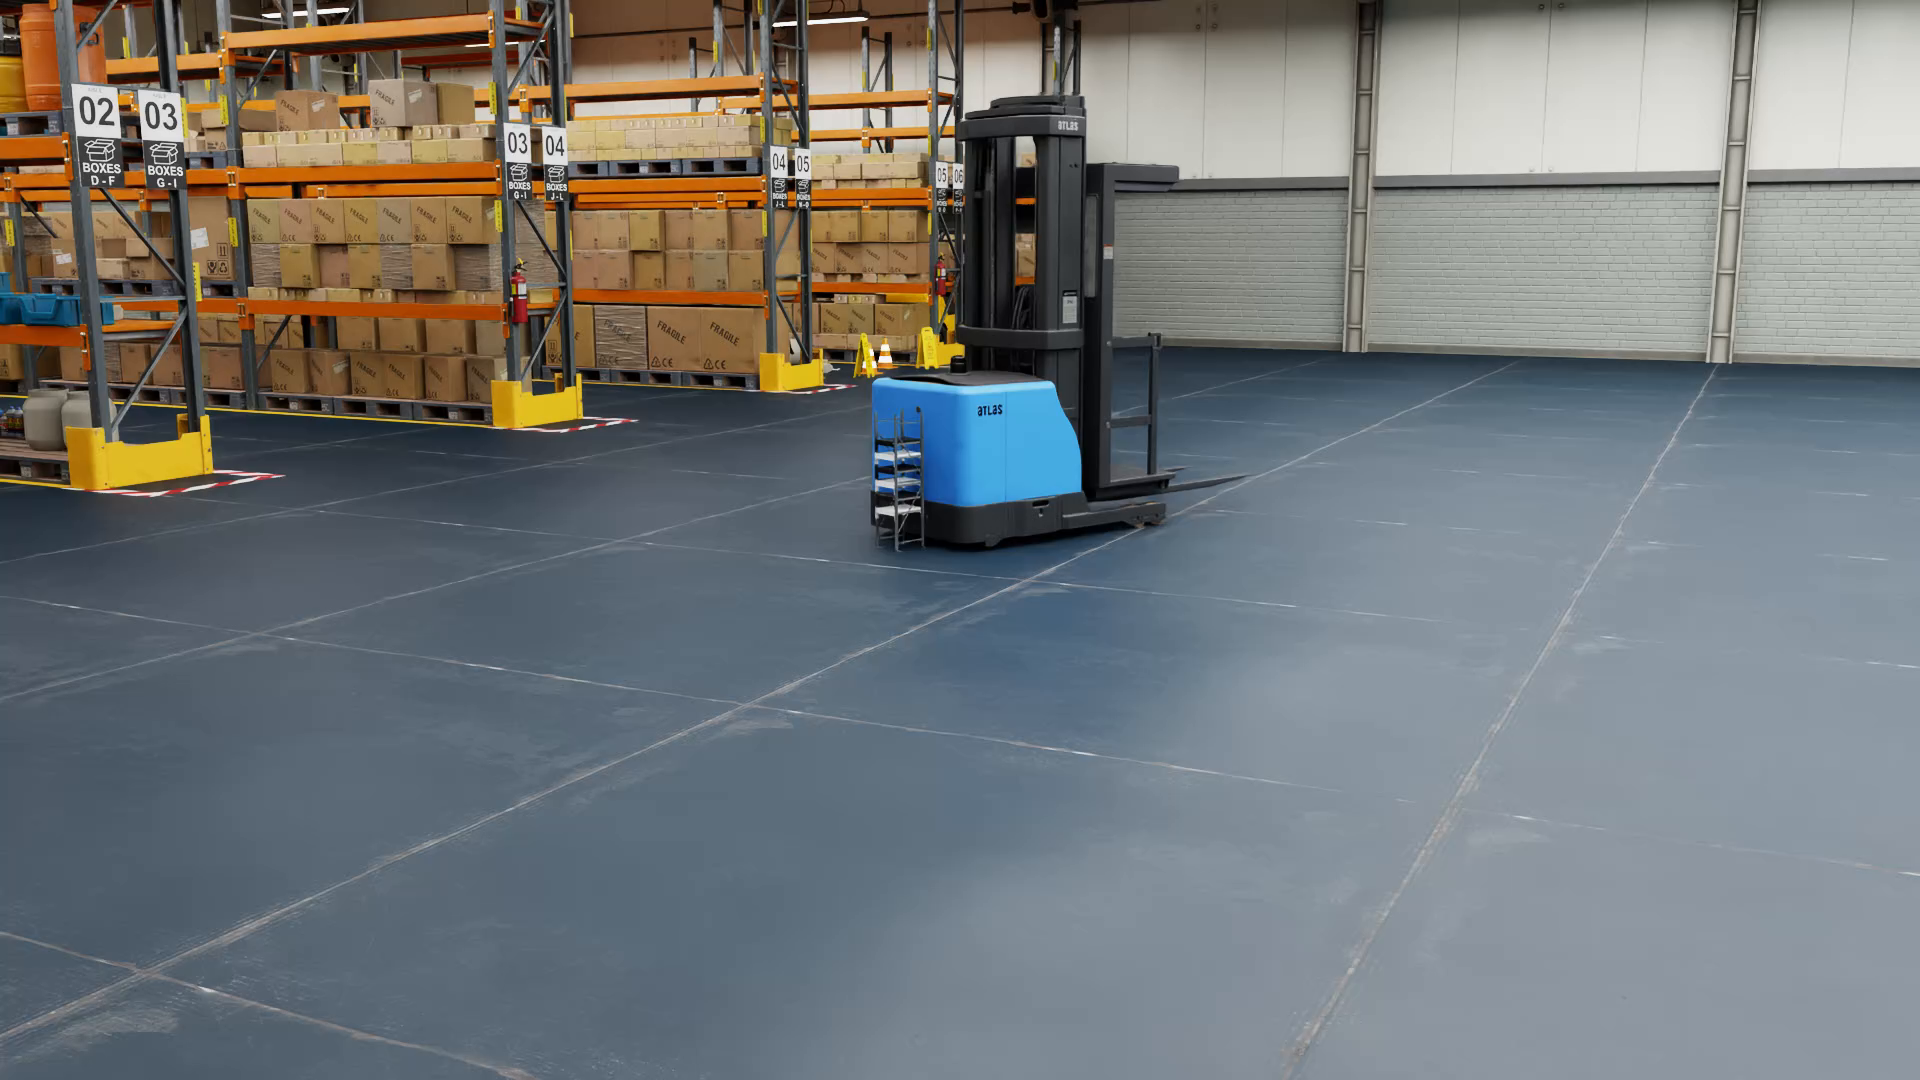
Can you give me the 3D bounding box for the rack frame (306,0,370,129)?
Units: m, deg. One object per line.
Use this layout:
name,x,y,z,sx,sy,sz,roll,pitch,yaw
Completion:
rack frame,-9.489,-7.142,25.423,0.127,3.000,1.000,5,11,26

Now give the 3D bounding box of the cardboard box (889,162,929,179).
cardboard box,-0.794,-5.904,26.591,0.500,0.250,0.500,5,11,25

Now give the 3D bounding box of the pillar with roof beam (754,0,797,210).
pillar with roof beam,-5.534,-8.087,30.646,0.548,9.000,9.100,5,11,26

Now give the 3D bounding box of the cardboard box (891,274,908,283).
cardboard box,-0.922,-4.232,26.895,0.250,0.149,0.380,5,11,25

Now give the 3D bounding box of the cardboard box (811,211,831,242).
cardboard box,-2.109,-5.177,27.489,0.500,0.500,0.700,5,11,25

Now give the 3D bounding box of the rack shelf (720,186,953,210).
rack shelf,-2.009,-5.637,27.554,4.000,0.370,1.077,5,11,26

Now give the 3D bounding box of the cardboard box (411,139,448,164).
cardboard box,-5.594,-4.214,18.088,0.500,0.250,0.500,5,11,26

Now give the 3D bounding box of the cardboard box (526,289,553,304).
cardboard box,-4.750,-2.712,18.498,0.250,0.149,0.380,5,11,26

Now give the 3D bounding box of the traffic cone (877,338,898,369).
traffic cone,-1.172,-2.937,26.161,0.334,0.463,0.336,5,11,26

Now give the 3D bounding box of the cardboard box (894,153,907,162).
cardboard box,-0.864,-6.109,26.603,0.250,0.149,0.380,5,12,27

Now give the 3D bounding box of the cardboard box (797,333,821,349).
cardboard box,-2.432,-3.355,27.889,0.500,0.250,0.500,5,11,25

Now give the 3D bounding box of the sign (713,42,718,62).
sign,-4.043,-8.074,27.504,0.005,0.325,0.100,5,11,26

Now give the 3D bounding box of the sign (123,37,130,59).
sign,-13.333,-7.870,26.603,0.005,0.325,0.100,5,11,26

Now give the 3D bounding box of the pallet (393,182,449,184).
pallet,-7.884,-5.443,24.989,1.213,0.211,1.003,6,12,28

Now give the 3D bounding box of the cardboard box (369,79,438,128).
cardboard box,-6.102,-4.774,18.246,0.500,0.500,0.500,5,11,26

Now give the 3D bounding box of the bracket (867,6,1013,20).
bracket,-1.088,-10.252,32.501,4.783,0.066,0.076,5,11,26

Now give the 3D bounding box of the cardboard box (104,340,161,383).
cardboard box,-10.662,-2.301,21.303,0.500,0.500,0.700,4,11,21

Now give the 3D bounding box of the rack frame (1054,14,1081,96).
rack frame,1.978,-8.103,30.734,0.127,3.000,1.000,5,11,26

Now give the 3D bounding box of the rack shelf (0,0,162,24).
rack shelf,-8.585,-4.543,14.207,4.000,0.370,1.077,5,11,26

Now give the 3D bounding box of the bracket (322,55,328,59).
bracket,-14.919,-11.467,39.216,0.430,0.232,0.235,5,11,26

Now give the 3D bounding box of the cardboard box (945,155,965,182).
cardboard box,0.091,-7.078,31.746,0.637,0.503,0.797,5,12,28

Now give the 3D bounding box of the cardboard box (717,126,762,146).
cardboard box,-2.878,-5.358,22.114,0.500,0.250,0.500,5,11,27

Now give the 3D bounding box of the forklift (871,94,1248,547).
forklift,0.835,-1.587,11.769,3.031,2.935,1.130,-9,13,-40

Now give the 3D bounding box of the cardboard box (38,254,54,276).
cardboard box,-12.090,-3.536,22.067,0.500,0.500,0.500,5,12,27

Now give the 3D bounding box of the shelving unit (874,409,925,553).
shelving unit,-0.394,-0.388,10.846,0.258,0.900,0.210,-9,14,-40

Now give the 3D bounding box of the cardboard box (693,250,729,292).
cardboard box,-3.171,-3.695,22.802,0.550,0.550,0.875,5,11,26

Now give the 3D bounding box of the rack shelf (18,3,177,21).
rack shelf,-14.870,-8.896,27.803,4.000,0.370,1.077,5,11,26

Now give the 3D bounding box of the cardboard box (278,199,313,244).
cardboard box,-7.447,-3.663,19.122,0.500,0.500,0.500,5,11,26

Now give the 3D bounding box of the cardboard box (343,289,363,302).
cardboard box,-6.777,-2.786,18.905,0.250,0.149,0.380,5,11,26

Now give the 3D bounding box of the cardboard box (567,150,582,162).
cardboard box,-5.270,-5.360,23.245,0.250,0.149,0.380,5,11,26

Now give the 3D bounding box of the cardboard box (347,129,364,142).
cardboard box,-6.600,-4.502,18.563,0.250,0.149,0.380,5,12,27

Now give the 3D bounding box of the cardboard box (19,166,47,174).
cardboard box,-11.466,-4.730,20.941,0.500,0.250,0.500,5,12,27

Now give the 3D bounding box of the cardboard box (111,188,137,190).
cardboard box,-13.636,-5.903,27.420,0.500,0.250,0.500,5,12,27

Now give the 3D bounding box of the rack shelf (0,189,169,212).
rack shelf,-14.870,-5.785,28.366,4.000,0.370,1.077,5,11,26

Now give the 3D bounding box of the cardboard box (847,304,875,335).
cardboard box,-1.519,-3.643,27.370,0.500,0.500,0.500,6,12,28

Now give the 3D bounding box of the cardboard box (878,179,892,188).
cardboard box,-1.120,-5.734,26.775,0.250,0.149,0.380,5,12,28

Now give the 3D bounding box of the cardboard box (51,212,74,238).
cardboard box,-15.008,-5.307,28.207,0.500,0.500,0.500,5,11,24

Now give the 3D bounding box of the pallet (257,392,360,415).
pallet,-7.570,-1.671,19.870,1.213,0.211,1.003,5,11,26

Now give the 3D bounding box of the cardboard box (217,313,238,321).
cardboard box,-11.597,-3.668,26.807,0.500,0.250,0.500,6,12,28

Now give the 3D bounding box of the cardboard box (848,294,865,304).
cardboard box,-1.632,-3.960,27.301,0.250,0.149,0.380,5,12,27

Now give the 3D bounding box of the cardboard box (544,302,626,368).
cardboard box,-5.369,-2.975,24.032,0.875,0.875,0.875,5,11,27

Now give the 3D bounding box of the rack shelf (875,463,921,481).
rack shelf,-0.395,-0.444,10.836,0.258,0.077,0.200,-9,14,-40

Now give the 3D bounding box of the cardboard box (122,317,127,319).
cardboard box,-14.480,-3.763,28.756,0.250,0.149,0.380,5,11,23

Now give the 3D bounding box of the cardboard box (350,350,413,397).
cardboard box,-6.738,-1.949,19.415,0.500,0.500,0.500,4,11,21

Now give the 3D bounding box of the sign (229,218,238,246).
sign,-8.430,-3.571,19.288,0.005,0.325,0.100,5,11,26

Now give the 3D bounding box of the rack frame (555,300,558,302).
rack frame,-7.390,-4.988,30.369,0.127,3.000,1.000,5,11,26

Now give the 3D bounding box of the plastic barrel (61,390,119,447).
plastic barrel,-7.416,-1.006,14.174,0.421,0.512,0.421,0,10,0

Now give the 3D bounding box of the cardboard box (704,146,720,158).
cardboard box,-3.219,-5.180,22.250,0.250,0.149,0.380,5,11,27

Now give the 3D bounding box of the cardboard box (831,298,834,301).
cardboard box,-2.082,-4.544,33.401,0.625,0.625,0.875,6,12,28

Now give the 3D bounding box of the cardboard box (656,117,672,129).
cardboard box,-3.907,-5.633,22.513,0.250,0.149,0.380,5,11,25

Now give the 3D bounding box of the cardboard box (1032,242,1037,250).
cardboard box,1.543,-5.502,31.105,0.250,0.149,0.380,5,11,27

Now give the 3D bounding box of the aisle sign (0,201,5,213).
aisle sign,-16.862,-6.057,28.976,0.004,0.787,0.394,5,11,26

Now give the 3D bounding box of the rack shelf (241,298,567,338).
rack shelf,-6.394,-2.579,19.076,4.000,0.370,1.077,5,11,26

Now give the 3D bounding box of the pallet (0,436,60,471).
pallet,-8.697,-0.772,14.901,1.213,0.211,1.003,5,11,26
